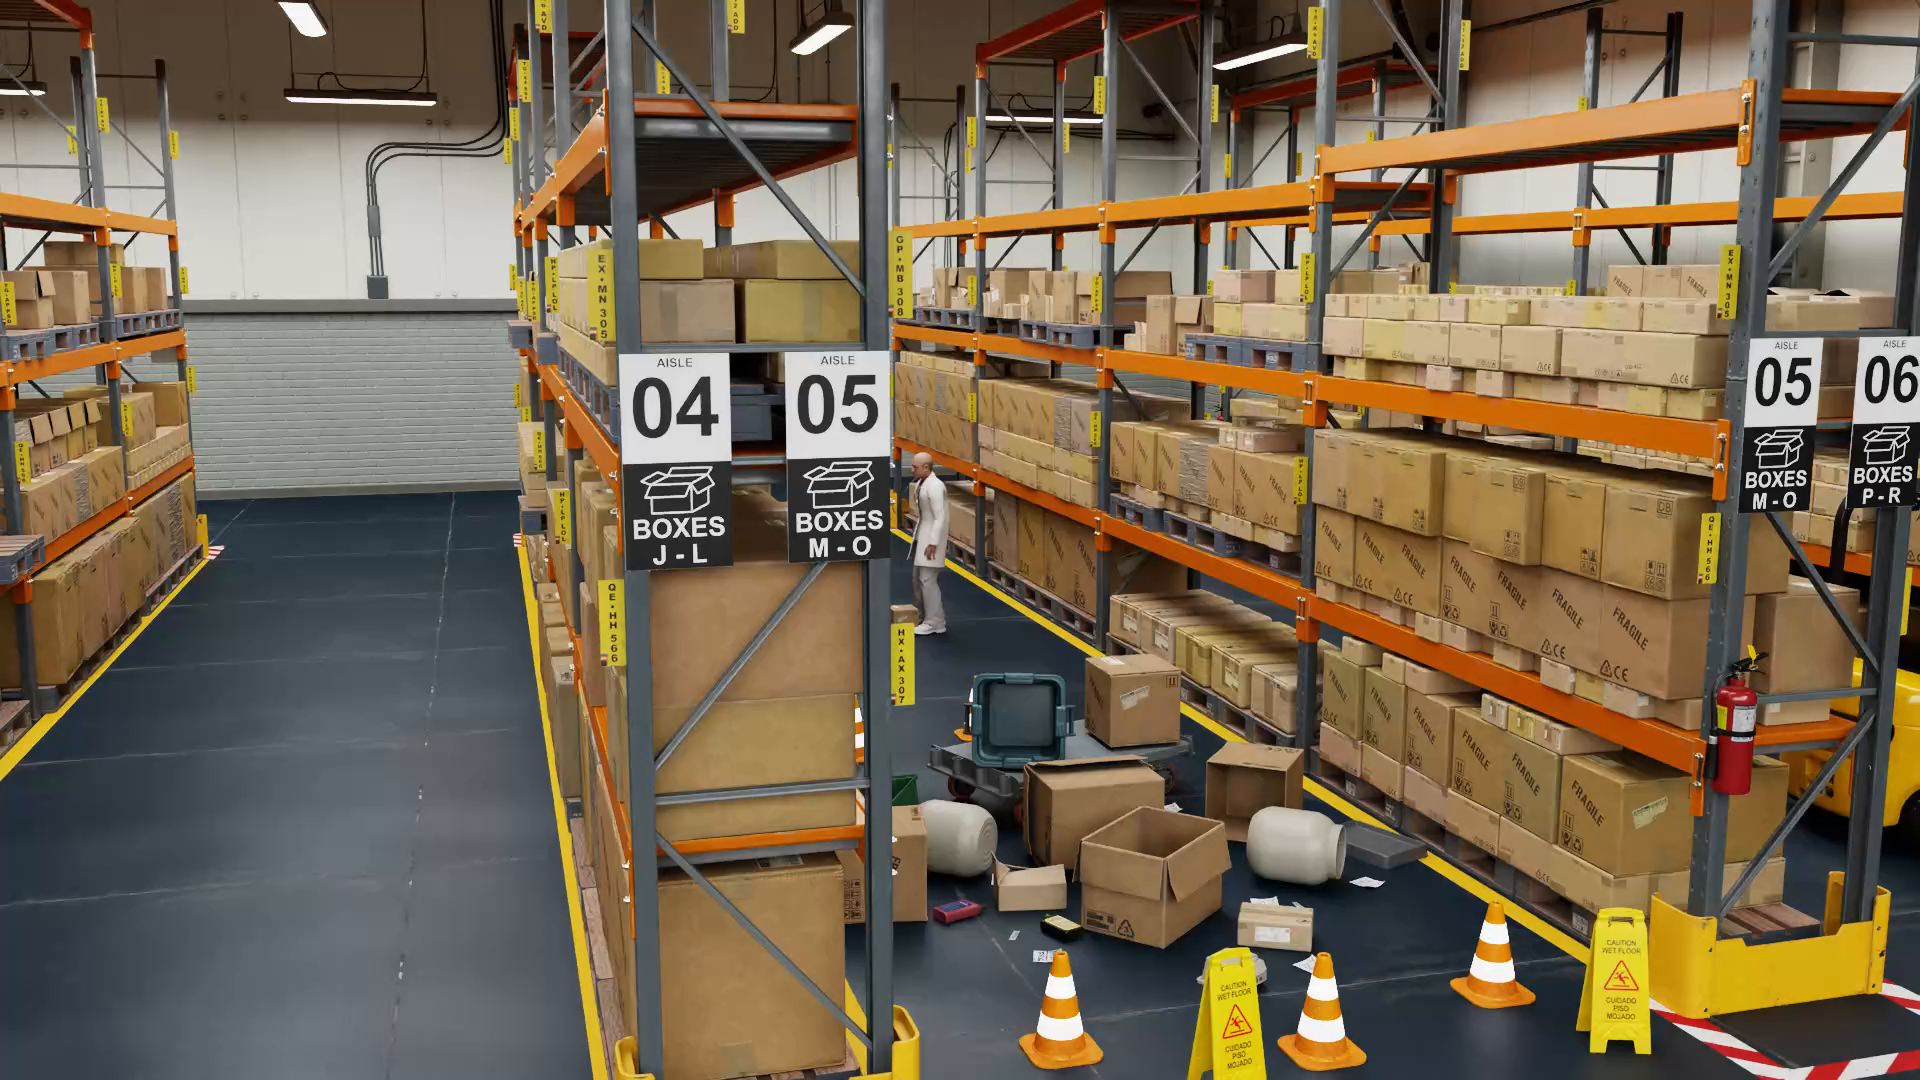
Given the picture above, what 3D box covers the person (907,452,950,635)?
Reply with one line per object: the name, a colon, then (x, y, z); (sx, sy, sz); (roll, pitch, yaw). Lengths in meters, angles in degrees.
person: (-0.322, 0.020, 16.294); (0.424, 1.773, 0.640); (-3, 9, -17)
